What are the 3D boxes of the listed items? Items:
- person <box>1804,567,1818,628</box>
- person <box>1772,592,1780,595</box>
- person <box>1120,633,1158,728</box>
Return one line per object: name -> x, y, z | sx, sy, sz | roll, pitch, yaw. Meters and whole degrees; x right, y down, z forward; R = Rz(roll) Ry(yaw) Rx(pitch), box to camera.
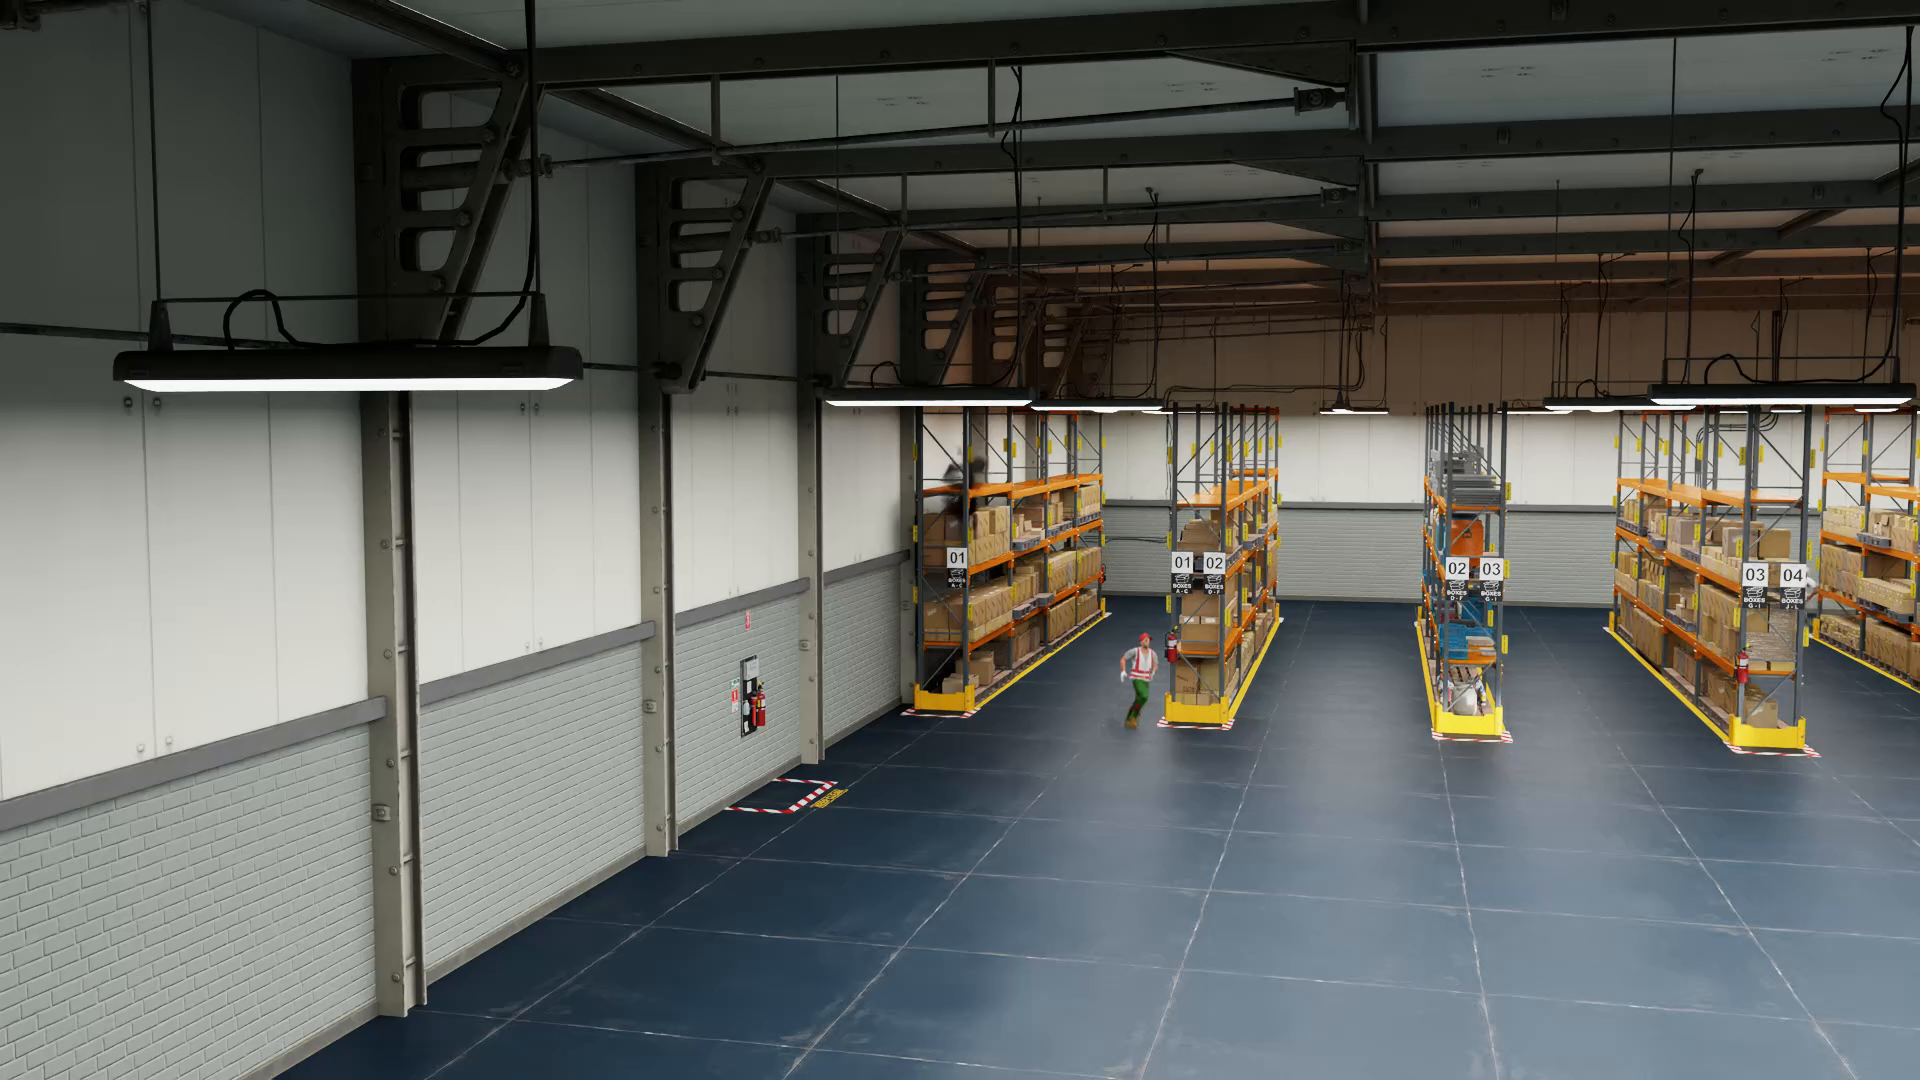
person -> 22.368, 1.573, 44.317 | 0.898, 1.747, 0.756 | 0, 4, 5
person -> 20.926, 1.761, 42.866 | 0.605, 1.564, 0.804 | 2, 5, 24
person -> 3.351, 2.581, 30.544 | 0.694, 1.715, 0.652 | -2, 5, -24
